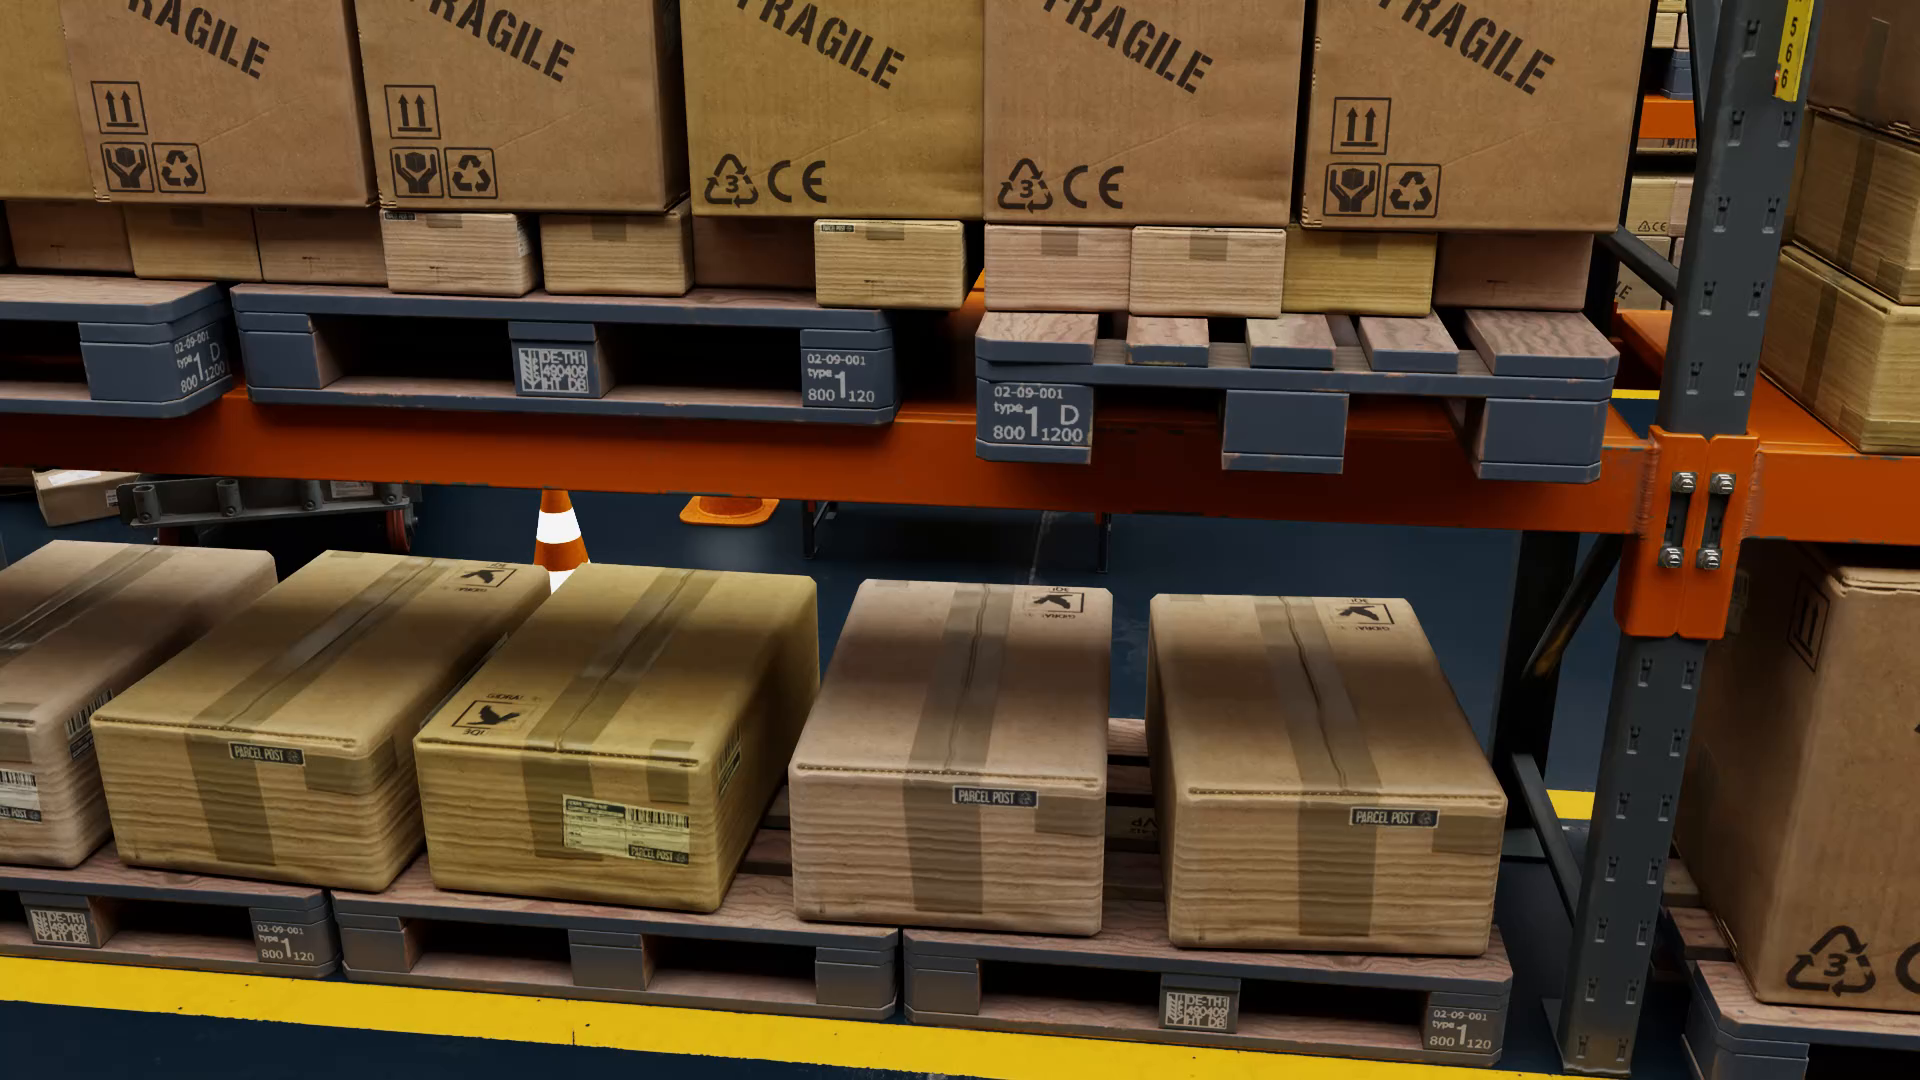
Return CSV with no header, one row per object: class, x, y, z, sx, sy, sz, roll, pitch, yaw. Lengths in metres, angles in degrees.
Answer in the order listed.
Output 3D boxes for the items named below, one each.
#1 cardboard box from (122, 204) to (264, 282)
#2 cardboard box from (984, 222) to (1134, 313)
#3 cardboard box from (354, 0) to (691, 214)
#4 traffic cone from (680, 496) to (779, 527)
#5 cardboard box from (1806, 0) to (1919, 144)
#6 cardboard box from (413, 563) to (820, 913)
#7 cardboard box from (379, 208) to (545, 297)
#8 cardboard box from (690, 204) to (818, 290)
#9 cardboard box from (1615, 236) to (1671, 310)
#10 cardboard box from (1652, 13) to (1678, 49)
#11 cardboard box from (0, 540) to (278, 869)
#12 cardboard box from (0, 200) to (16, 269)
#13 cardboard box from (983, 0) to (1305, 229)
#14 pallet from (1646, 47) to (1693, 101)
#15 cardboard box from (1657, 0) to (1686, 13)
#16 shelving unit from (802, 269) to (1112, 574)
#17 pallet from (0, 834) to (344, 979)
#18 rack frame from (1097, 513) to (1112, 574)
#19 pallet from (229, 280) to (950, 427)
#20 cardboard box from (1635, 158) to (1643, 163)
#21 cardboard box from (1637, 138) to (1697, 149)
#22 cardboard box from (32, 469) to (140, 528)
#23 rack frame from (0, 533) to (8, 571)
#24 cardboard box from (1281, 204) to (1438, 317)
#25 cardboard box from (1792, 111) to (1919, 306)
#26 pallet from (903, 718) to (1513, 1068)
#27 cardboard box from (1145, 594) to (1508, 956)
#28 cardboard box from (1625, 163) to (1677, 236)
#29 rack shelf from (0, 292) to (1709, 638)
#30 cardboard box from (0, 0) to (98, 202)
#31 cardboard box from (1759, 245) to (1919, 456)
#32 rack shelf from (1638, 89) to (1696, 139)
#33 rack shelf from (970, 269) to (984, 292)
cardboard box,-1.362,-0.609,3.172,0.250,0.149,0.380,3,22,7
cardboard box,0.179,-0.522,2.951,0.250,0.149,0.380,1,22,4
cardboard box,-0.731,-0.884,2.984,0.500,0.500,0.500,2,22,4
traffic cone,-0.859,-0.325,6.133,0.334,0.463,0.336,2,22,6
cardboard box,1.772,-0.923,2.698,0.500,0.500,0.500,2,22,5
cardboard box,-0.735,0.413,3.819,0.625,0.372,0.950,3,22,8
cardboard box,-0.858,-0.568,3.066,0.250,0.149,0.380,3,22,8
cardboard box,-0.331,-0.586,3.112,0.250,0.149,0.380,3,22,7
cardboard box,2.965,-1.222,7.780,0.500,0.500,0.500,3,22,7
cardboard box,3.016,-2.285,7.409,0.250,0.149,0.380,3,22,9
cardboard box,-2.140,0.354,3.969,0.625,0.372,0.950,3,22,7
cardboard box,-1.903,-0.620,3.199,0.250,0.149,0.380,3,22,7
cardboard box,0.312,-0.839,2.869,0.500,0.500,0.500,2,22,5
pallet,3.764,-2.174,7.619,1.213,0.211,1.003,2,22,6
cardboard box,3.035,-2.424,7.357,0.250,0.149,0.380,3,22,7
shelving unit,0.007,-0.523,5.732,1.048,1.125,0.538,2,22,6
pallet,-1.888,0.635,4.047,1.213,0.211,1.003,2,22,6
rack frame,0.512,-0.501,5.677,0.032,1.125,0.500,2,22,6
pallet,-0.660,-0.503,3.394,1.213,0.211,1.003,2,22,6
cardboard box,3.006,-1.763,8.129,0.500,0.250,0.500,3,22,7
cardboard box,4.924,-3.233,12.356,0.875,0.875,1.225,2,22,4
cardboard box,-3.218,-0.242,6.192,0.396,0.266,0.258,-14,25,-31
rack frame,-2.661,-0.695,3.618,0.127,3.000,1.000,2,22,6
cardboard box,0.683,-0.514,2.930,0.250,0.149,0.380,3,22,7
cardboard box,1.785,-0.573,2.832,0.500,0.250,0.500,2,22,6
pallet,0.535,0.740,3.780,1.213,0.211,1.003,2,22,6
cardboard box,0.751,0.477,3.657,0.625,0.372,0.950,1,22,3
cardboard box,2.953,-1.575,7.653,0.500,0.250,0.500,2,22,6
rack shelf,-0.675,-0.274,3.531,4.000,0.370,1.077,2,22,6
cardboard box,-1.732,-0.929,3.097,0.500,0.500,0.500,3,22,6
cardboard box,1.767,-0.339,2.922,0.500,0.250,0.500,2,22,5
rack shelf,3.779,-1.912,7.676,4.000,0.370,1.077,2,22,6
rack shelf,0.007,-0.795,5.625,1.000,0.278,0.538,2,22,6
